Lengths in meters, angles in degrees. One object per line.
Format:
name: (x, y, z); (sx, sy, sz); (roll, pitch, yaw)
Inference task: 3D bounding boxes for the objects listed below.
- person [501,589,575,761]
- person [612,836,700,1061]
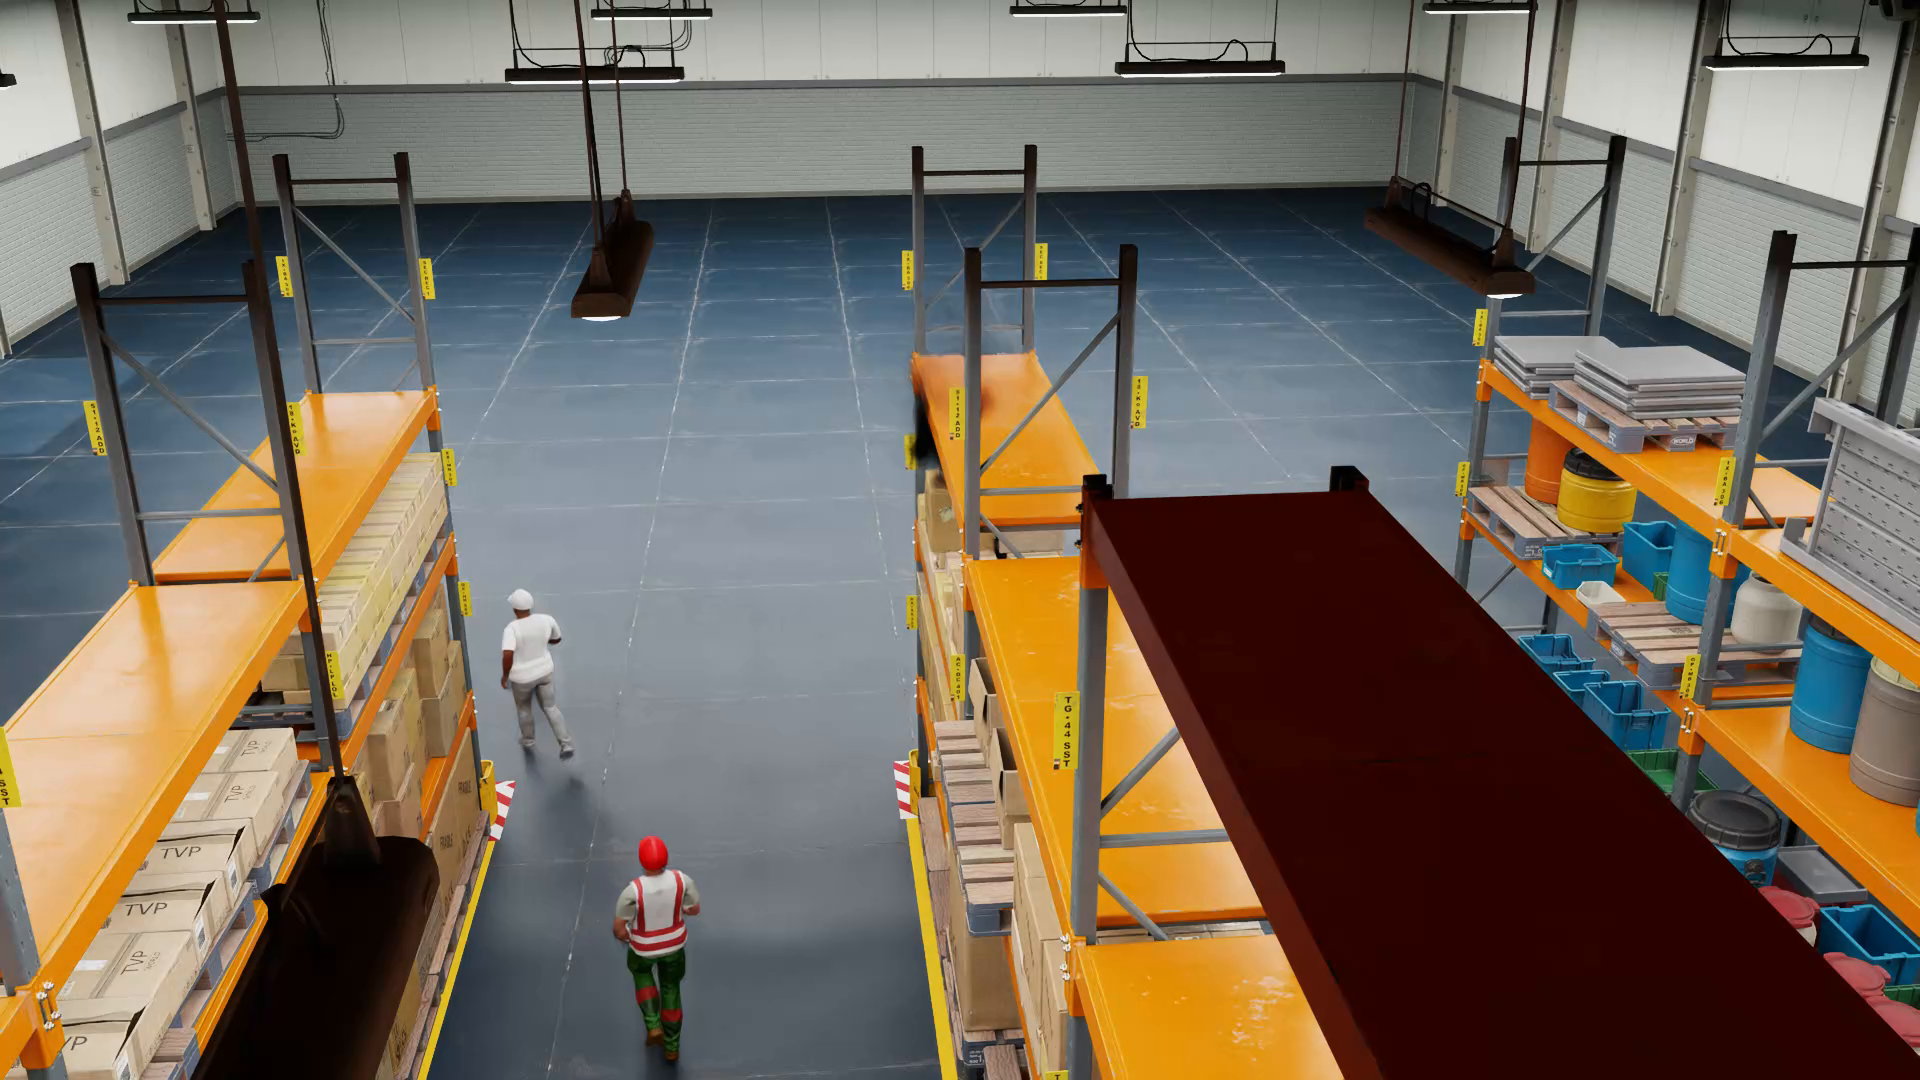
person: (-4.094, 1.284, 15.911); (0.719, 1.739, 0.997); (-17, 27, -36)
person: (-2.194, 2.871, 11.976); (0.639, 1.756, 0.609); (-7, 23, -17)
